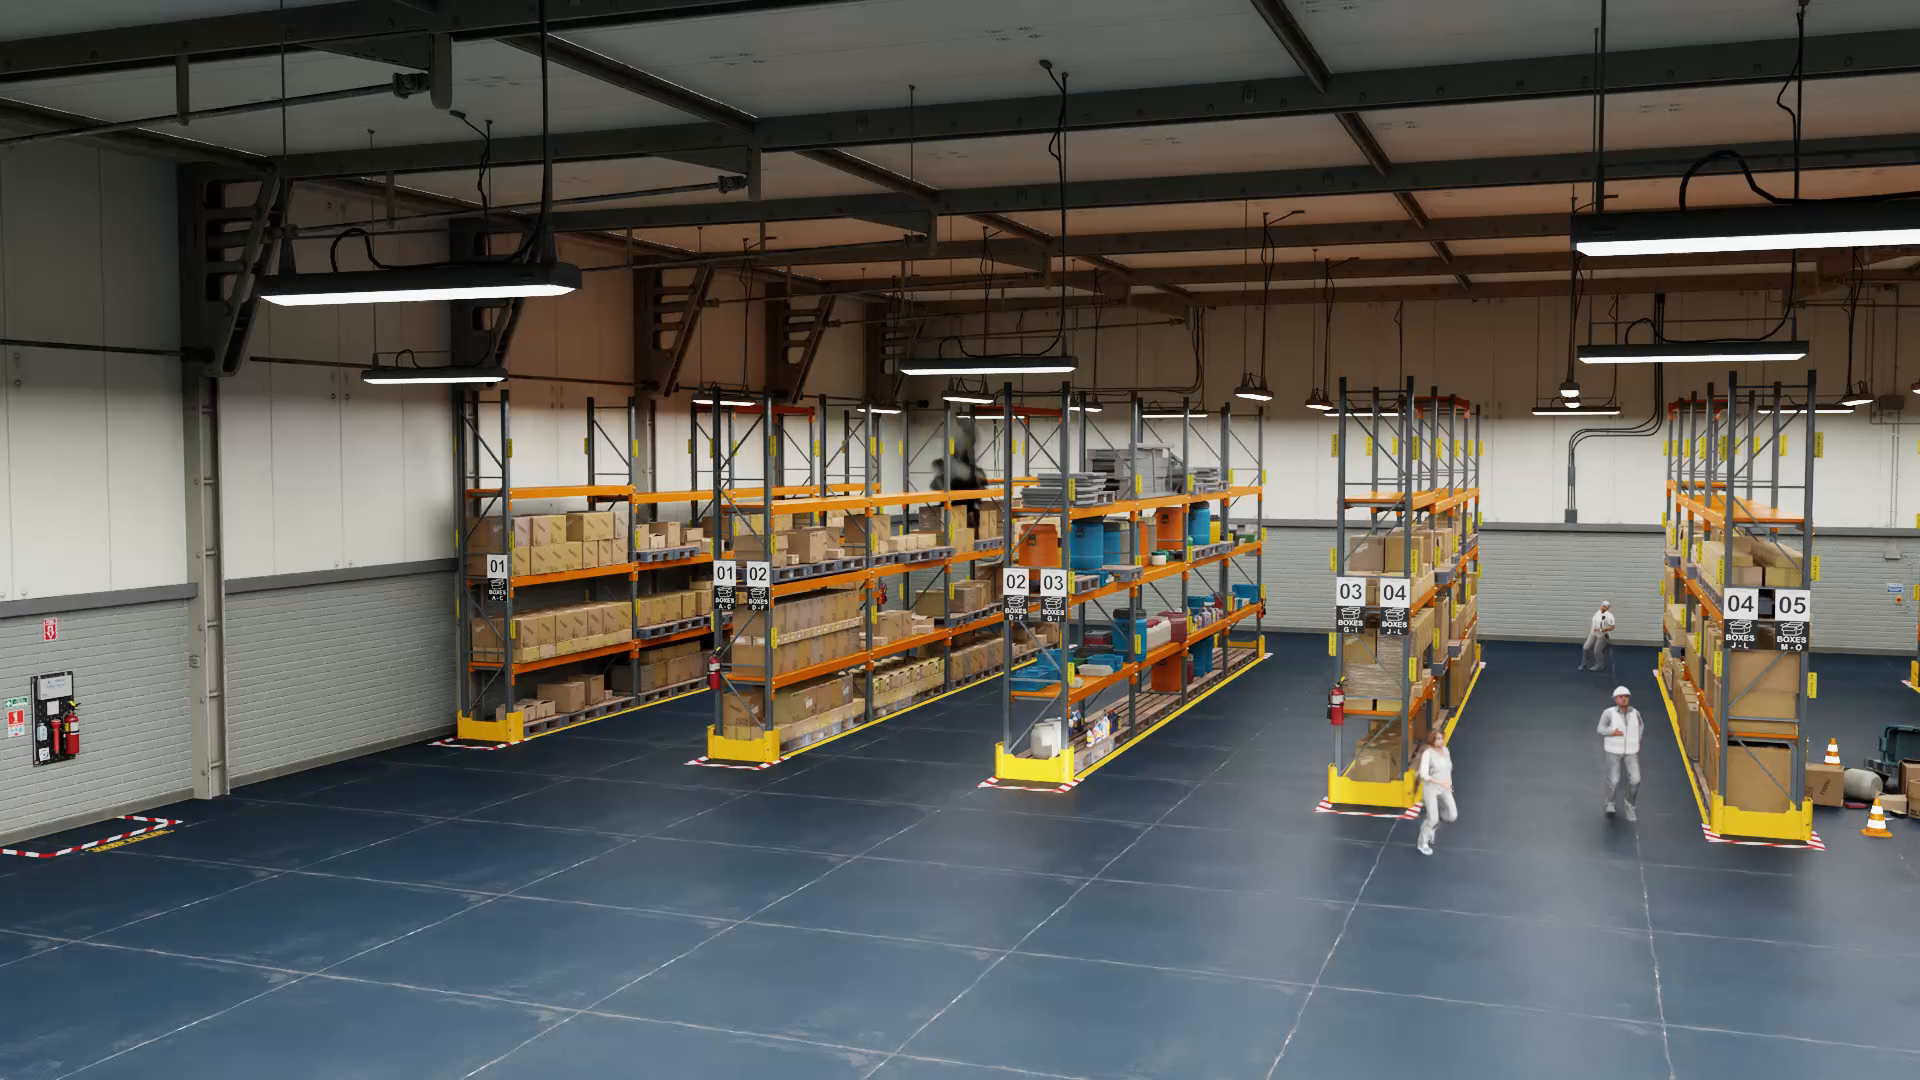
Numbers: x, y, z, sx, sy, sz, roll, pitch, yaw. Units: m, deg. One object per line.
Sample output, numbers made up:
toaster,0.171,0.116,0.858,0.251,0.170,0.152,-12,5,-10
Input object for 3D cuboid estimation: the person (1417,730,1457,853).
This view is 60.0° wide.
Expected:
person,5.891,3.101,20.440,0.567,1.555,0.630,-1,3,-22

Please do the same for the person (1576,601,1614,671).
person,14.307,2.167,37.258,0.594,1.647,0.767,-2,4,-31

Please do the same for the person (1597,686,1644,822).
person,8.923,2.897,22.418,0.657,1.846,0.667,0,3,8
